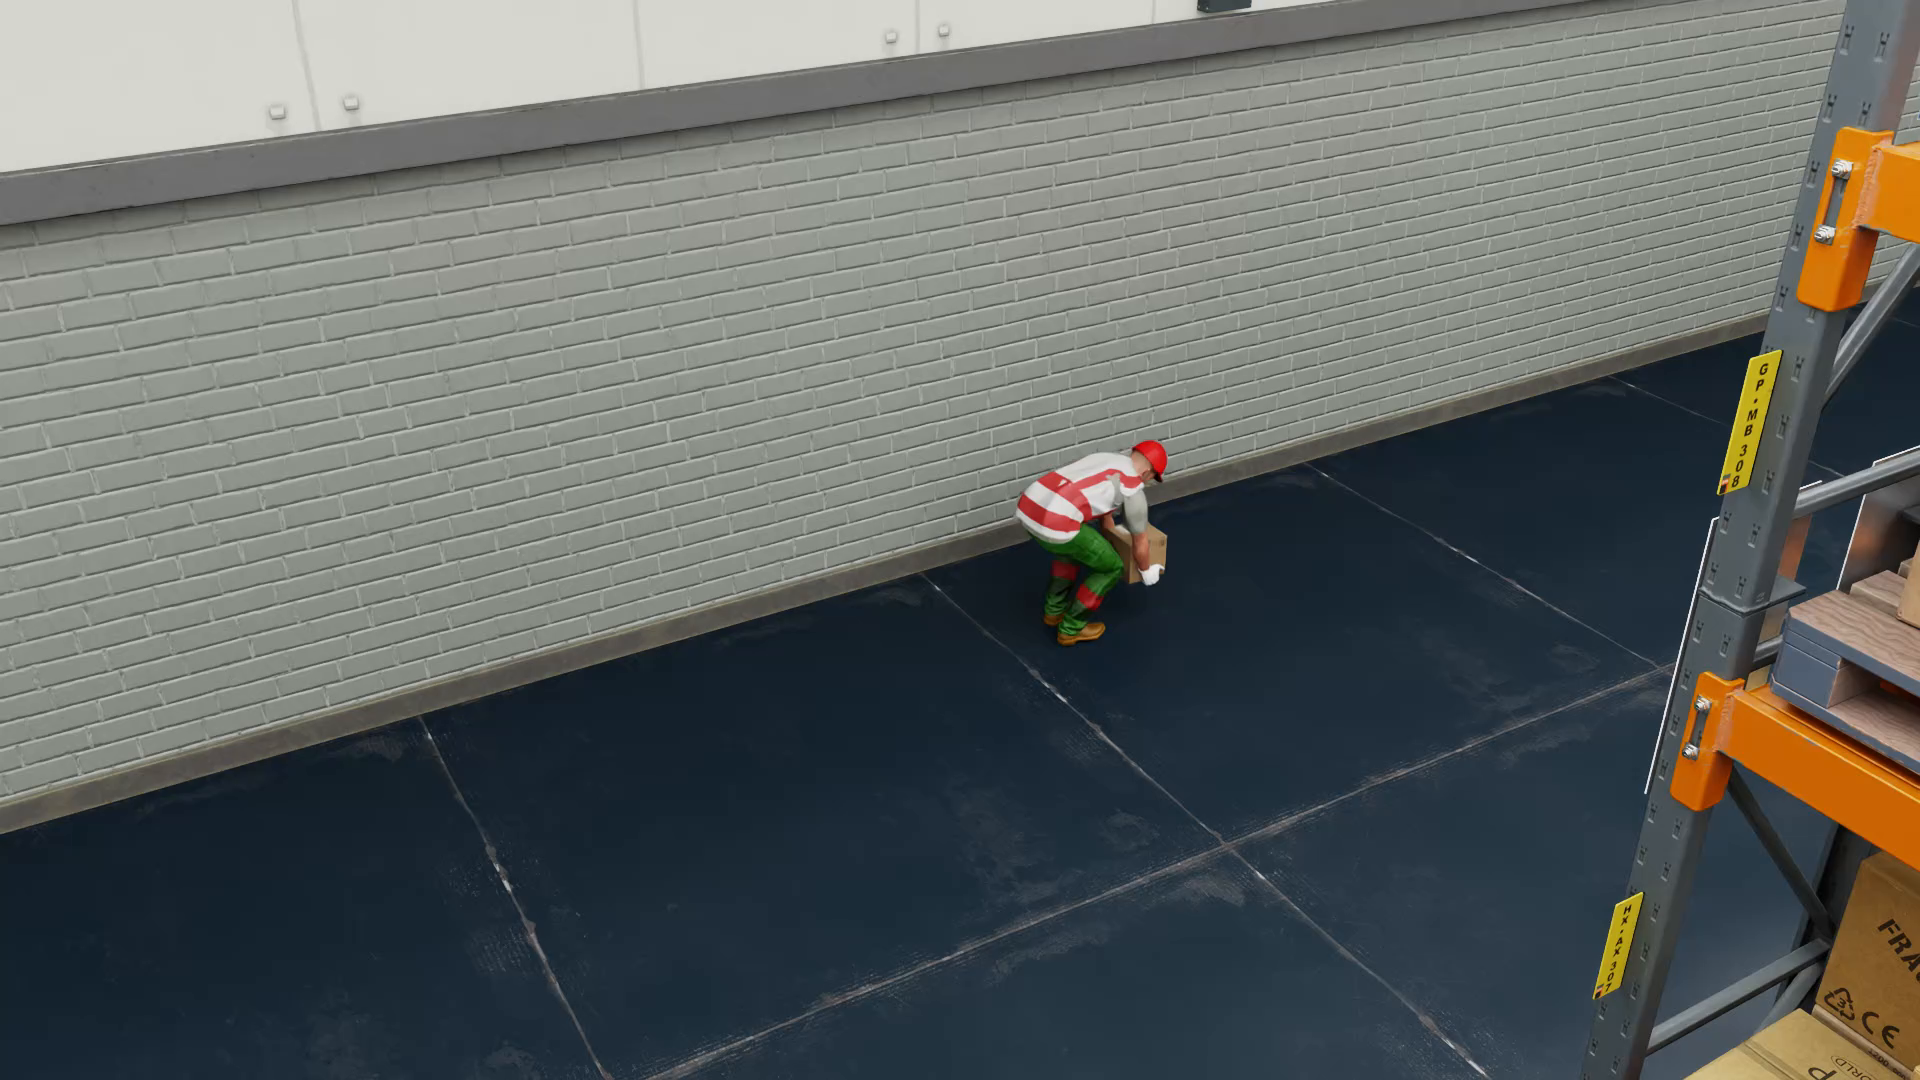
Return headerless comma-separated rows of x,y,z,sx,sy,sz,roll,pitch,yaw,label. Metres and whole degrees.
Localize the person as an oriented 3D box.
0.764,0.008,9.319,0.950,1.025,0.523,-17,33,-29,person
